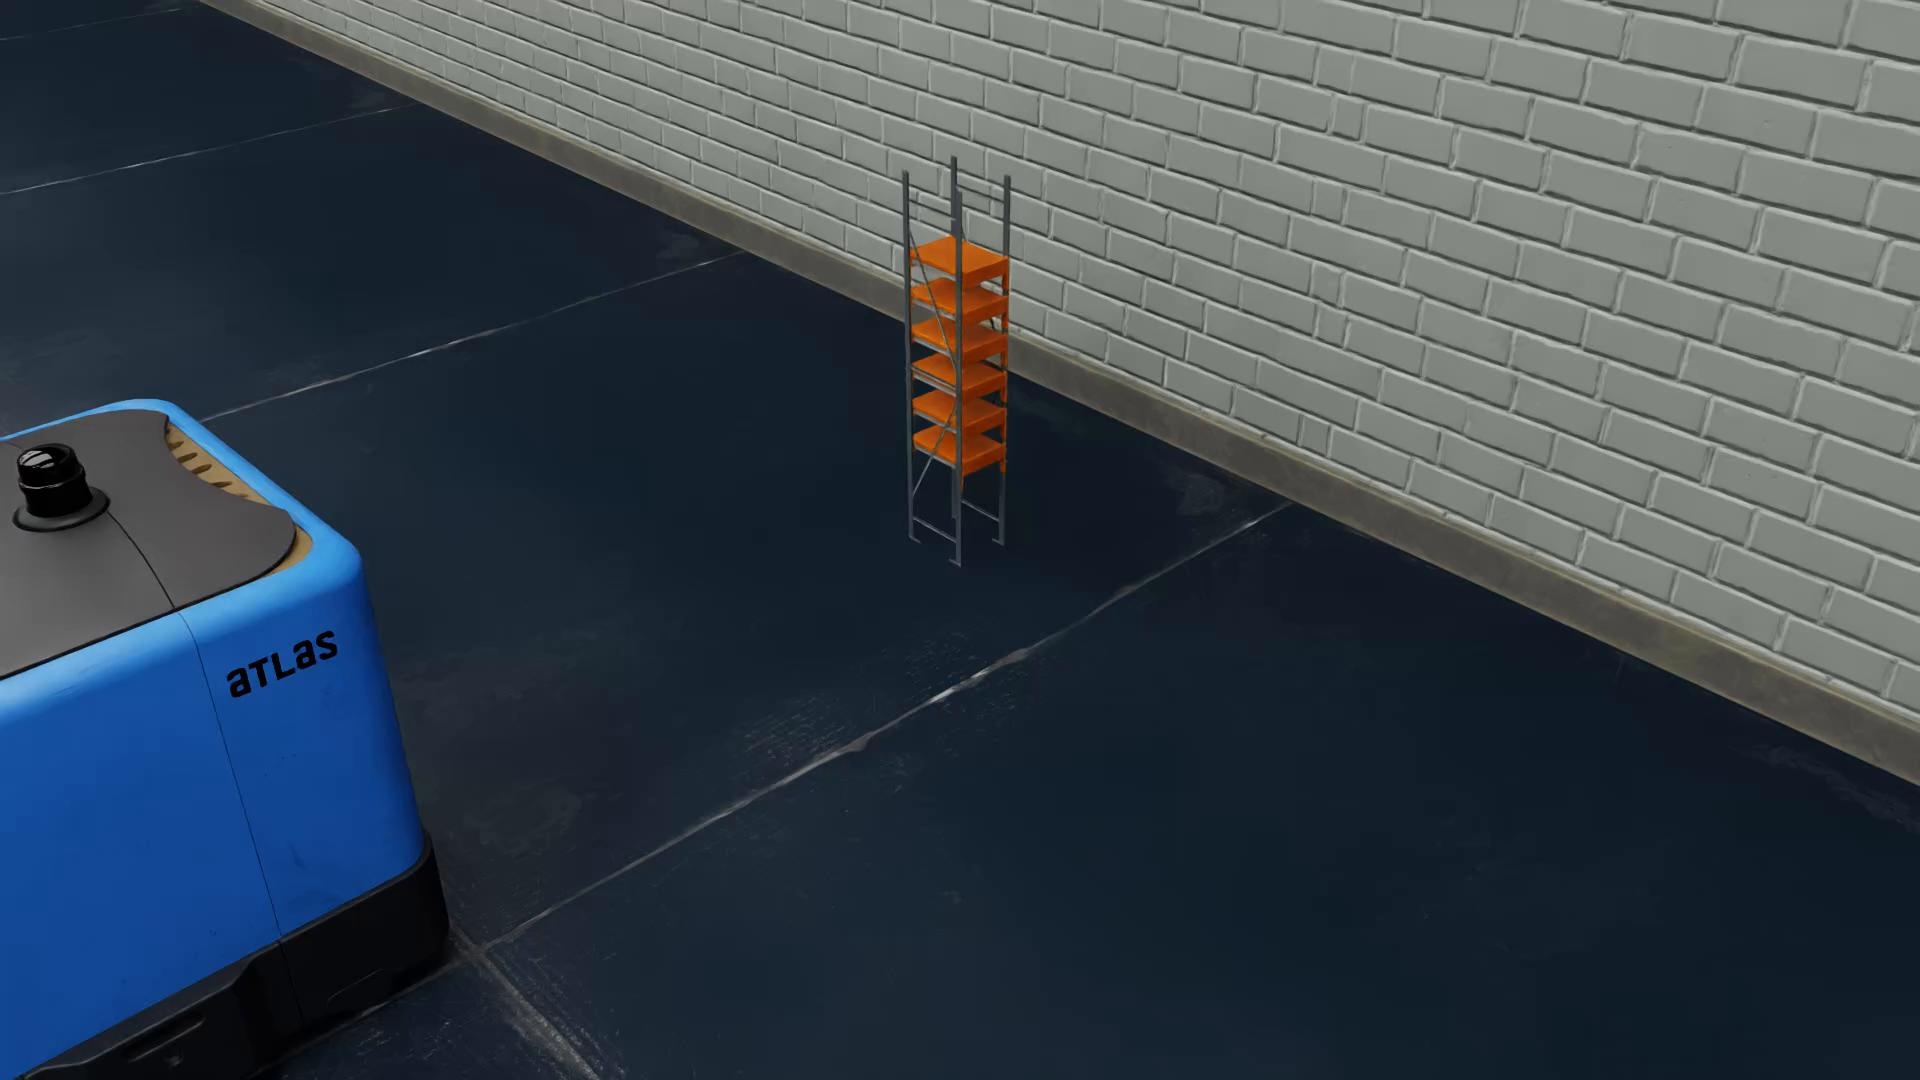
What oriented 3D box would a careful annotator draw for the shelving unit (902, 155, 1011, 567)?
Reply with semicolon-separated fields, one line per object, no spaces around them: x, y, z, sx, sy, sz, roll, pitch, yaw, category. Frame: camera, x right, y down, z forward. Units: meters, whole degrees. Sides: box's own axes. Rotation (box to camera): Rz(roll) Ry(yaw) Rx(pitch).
-0.011;-0.507;4.929;0.189;1.200;0.258;-26;40;-35;shelving unit

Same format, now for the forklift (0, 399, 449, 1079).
-2.541;0.040;2.374;3.031;2.935;1.130;-27;40;-37;forklift

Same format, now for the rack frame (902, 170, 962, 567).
-0.078;-0.474;4.876;0.006;1.200;0.240;-26;40;-35;rack frame

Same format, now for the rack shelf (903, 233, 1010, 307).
-0.011;-0.776;4.764;0.180;0.103;0.258;-26;40;-35;rack shelf

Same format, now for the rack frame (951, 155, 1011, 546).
0.056;-0.539;4.982;0.006;1.200;0.240;-26;40;-35;rack frame

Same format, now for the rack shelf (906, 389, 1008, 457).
-0.011;-0.366;5.014;0.180;0.103;0.258;-26;40;-35;rack shelf

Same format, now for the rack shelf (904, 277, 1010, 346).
-0.011;-0.674;4.827;0.180;0.103;0.258;-26;40;-35;rack shelf

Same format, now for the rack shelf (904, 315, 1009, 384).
-0.011;-0.571;4.889;0.180;0.103;0.258;-26;40;-35;rack shelf

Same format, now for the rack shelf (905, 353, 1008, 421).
-0.011;-0.469;4.952;0.180;0.103;0.258;-26;40;-35;rack shelf

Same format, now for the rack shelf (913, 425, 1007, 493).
-0.011;-0.264;5.077;0.180;0.103;0.258;-26;40;-35;rack shelf
